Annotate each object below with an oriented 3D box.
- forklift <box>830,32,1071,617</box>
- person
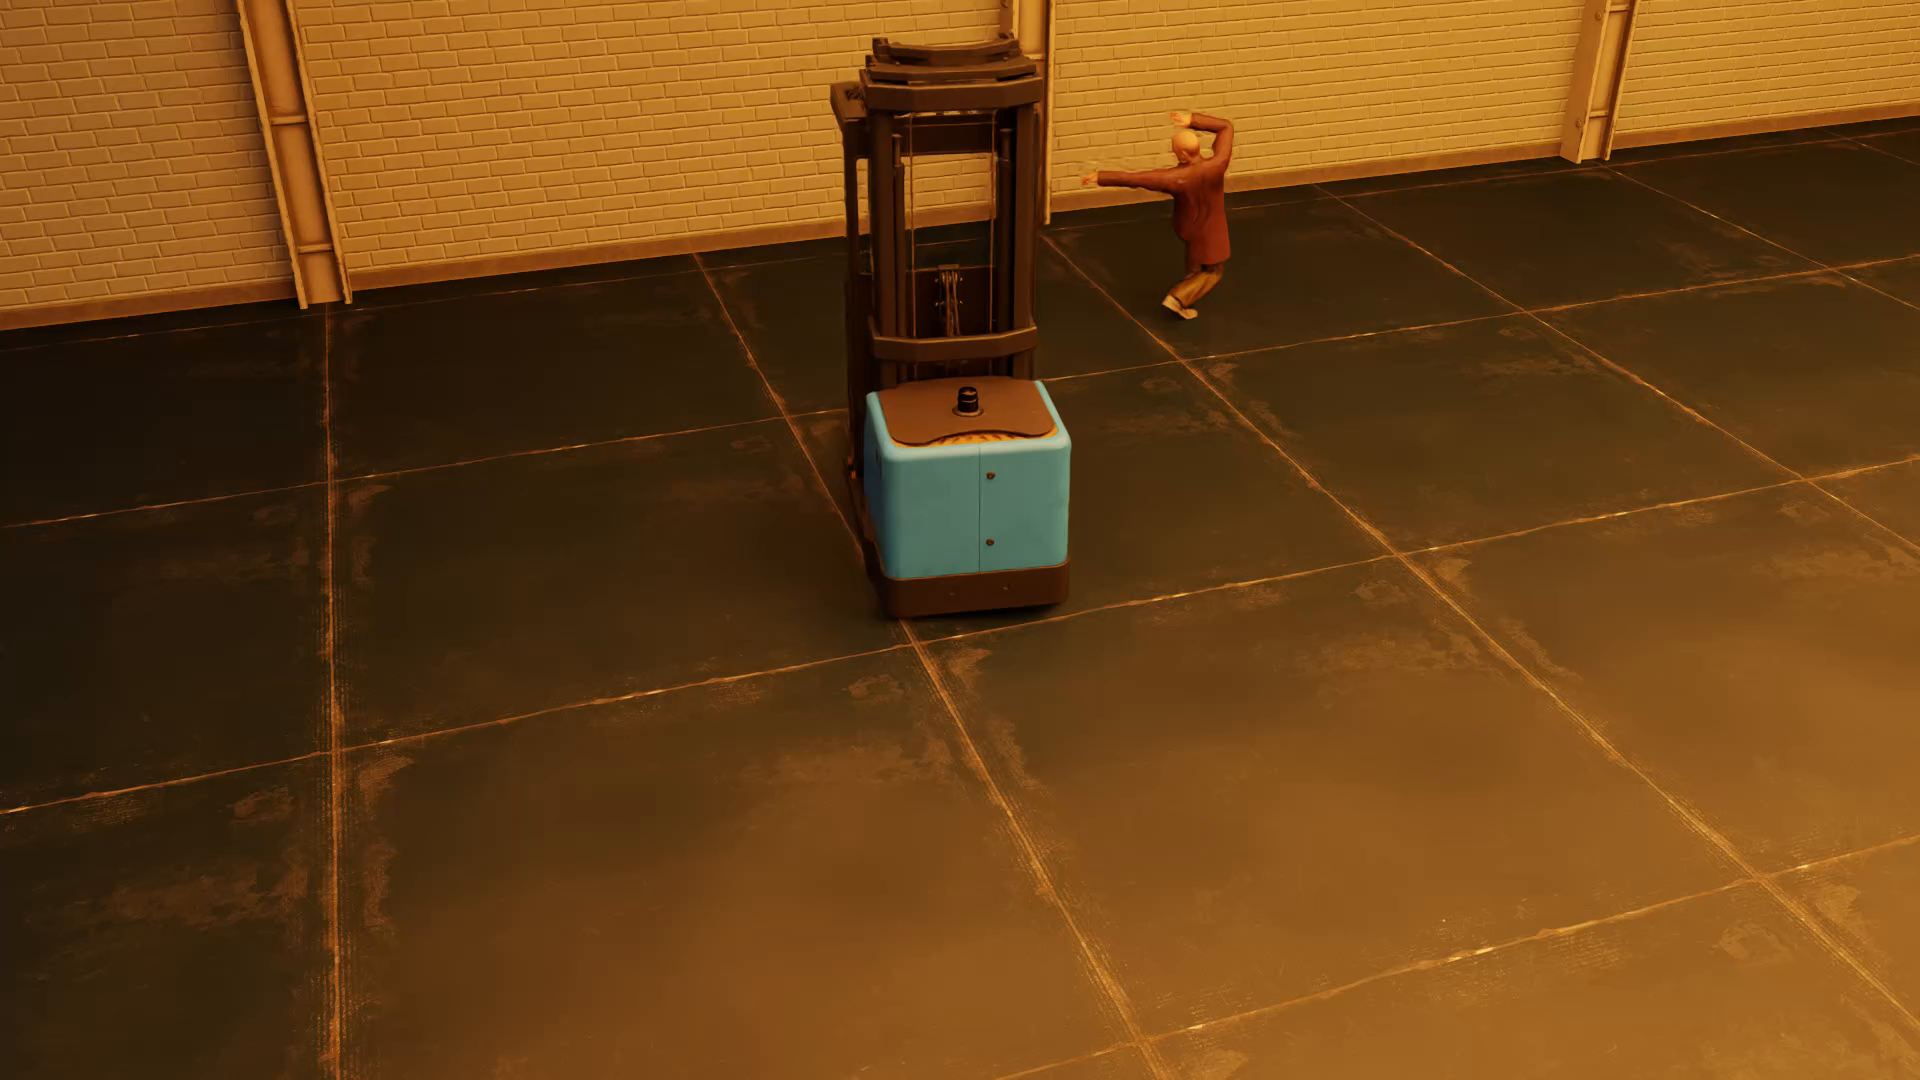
[{"bbox_3d":[-0.145,-1.563,9.804,1.130,2.935,3.031,-5,30,-8],"label":"forklift"},{"bbox_3d":[1.581,-2.579,13.016,1.143,1.556,0.939,10,32,17],"label":"person"}]
